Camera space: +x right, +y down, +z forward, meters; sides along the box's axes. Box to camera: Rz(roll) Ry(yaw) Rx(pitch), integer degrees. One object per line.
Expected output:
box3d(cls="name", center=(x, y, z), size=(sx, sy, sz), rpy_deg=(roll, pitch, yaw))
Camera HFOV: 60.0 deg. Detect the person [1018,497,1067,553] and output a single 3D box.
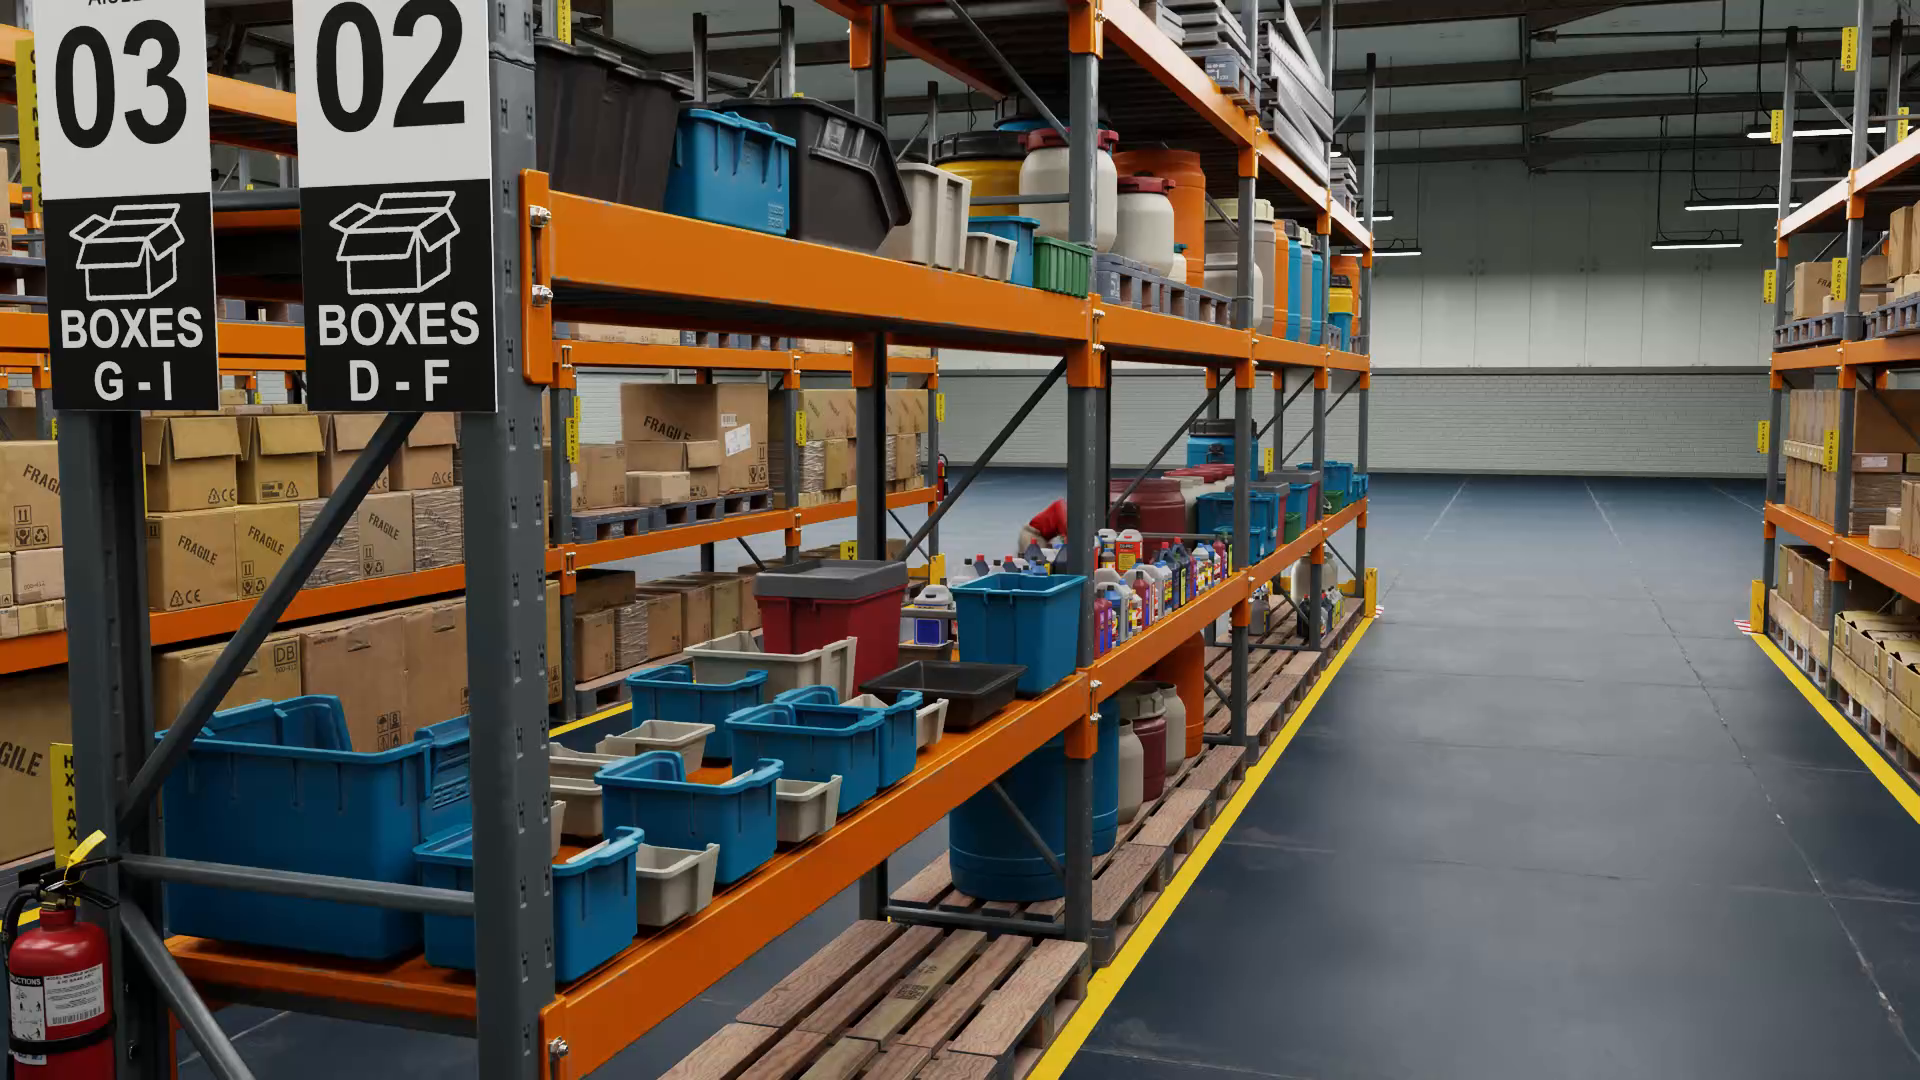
box3d(cls="person", center=(1.034, 0.139, 17.599), size=(0.816, 1.455, 0.477), rpy_deg=(2, 5, 17))
